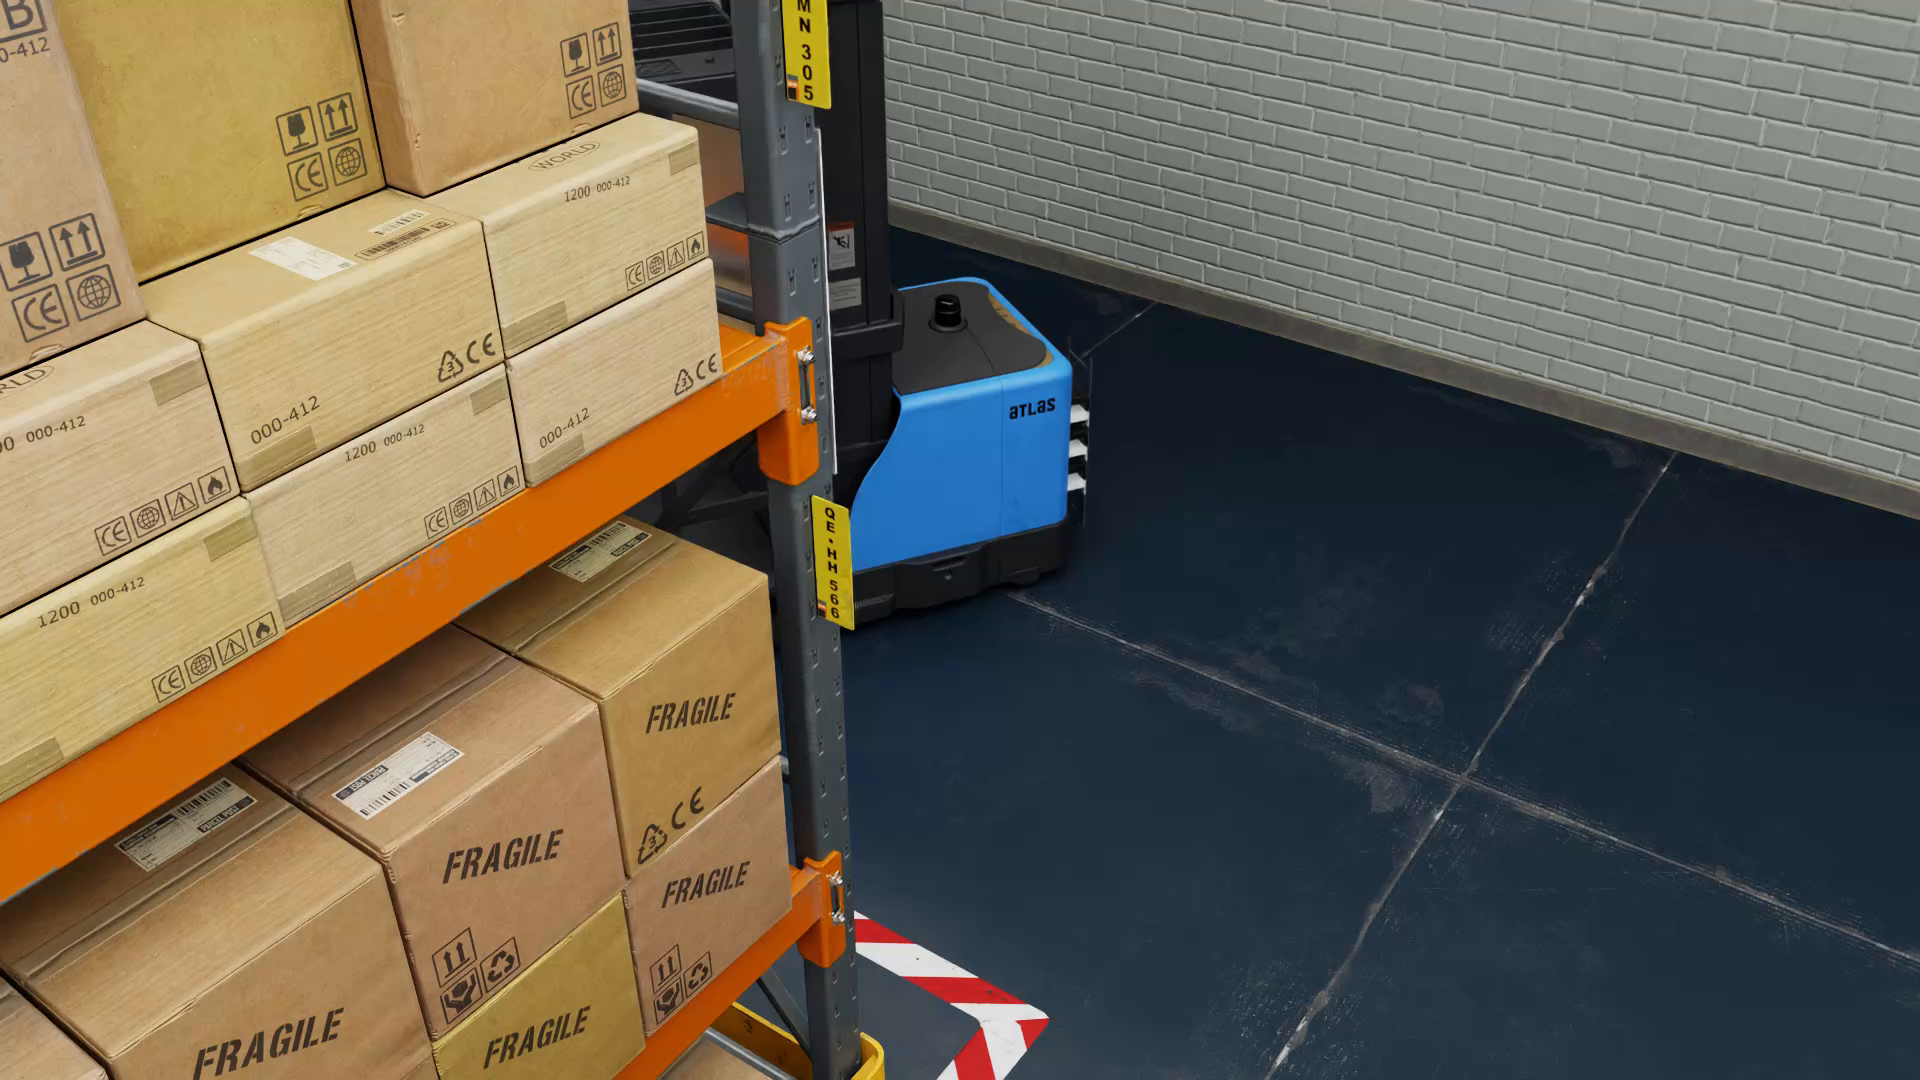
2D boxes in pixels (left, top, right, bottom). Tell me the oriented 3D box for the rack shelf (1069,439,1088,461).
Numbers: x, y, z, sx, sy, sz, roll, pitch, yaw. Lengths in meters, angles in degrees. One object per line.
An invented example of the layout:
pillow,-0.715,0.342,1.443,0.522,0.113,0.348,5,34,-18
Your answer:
rack shelf,0.441,-0.435,7.649,0.200,0.077,0.258,-13,36,-19

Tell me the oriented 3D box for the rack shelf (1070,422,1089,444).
rack shelf,0.441,-0.509,7.598,0.200,0.077,0.258,-13,36,-19

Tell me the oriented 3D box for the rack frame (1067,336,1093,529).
rack frame,0.534,-0.484,7.663,0.006,0.900,0.240,-13,36,-19

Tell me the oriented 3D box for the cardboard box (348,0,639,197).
cardboard box,-1.004,-0.979,2.861,0.700,0.500,0.500,21,39,28

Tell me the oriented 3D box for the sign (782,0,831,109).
sign,-0.280,-0.946,3.002,0.100,0.325,0.005,21,39,28

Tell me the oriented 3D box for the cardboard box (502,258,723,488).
cardboard box,-0.801,-0.382,3.094,0.500,0.250,0.500,21,39,28

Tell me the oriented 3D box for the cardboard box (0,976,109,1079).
cardboard box,-1.624,1.024,2.577,0.500,0.500,0.500,23,40,30

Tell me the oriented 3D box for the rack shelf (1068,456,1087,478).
rack shelf,0.441,-0.360,7.699,0.200,0.077,0.258,-13,36,-19

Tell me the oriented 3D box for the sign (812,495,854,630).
sign,-0.280,0.053,3.678,0.100,0.325,0.005,21,39,28

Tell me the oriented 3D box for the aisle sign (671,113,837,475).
aisle sign,-0.434,-0.533,3.540,0.394,0.787,0.004,21,39,28

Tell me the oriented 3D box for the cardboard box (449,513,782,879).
cardboard box,-0.752,0.314,3.626,0.500,0.500,0.500,21,39,28

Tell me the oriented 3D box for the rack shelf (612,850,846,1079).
rack shelf,-1.865,1.696,3.207,1.077,0.370,4.000,21,39,28

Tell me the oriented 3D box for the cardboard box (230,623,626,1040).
cardboard box,-1.040,0.547,3.281,0.500,0.500,0.500,22,40,29

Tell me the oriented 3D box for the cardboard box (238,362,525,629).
cardboard box,-1.095,-0.156,2.759,0.500,0.250,0.500,21,39,28

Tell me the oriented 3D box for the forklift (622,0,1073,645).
forklift,-1.080,-0.983,6.587,3.031,2.935,1.130,-13,36,-19

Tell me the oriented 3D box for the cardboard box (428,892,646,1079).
cardboard box,-1.049,0.969,3.550,0.500,0.500,0.500,22,40,29

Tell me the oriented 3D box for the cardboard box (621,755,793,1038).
cardboard box,-0.756,0.729,3.905,0.500,0.500,0.500,23,40,30

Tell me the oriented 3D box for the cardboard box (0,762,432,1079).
cardboard box,-1.332,0.787,2.926,0.500,0.500,0.500,22,40,29

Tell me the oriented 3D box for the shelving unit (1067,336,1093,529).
shelving unit,0.441,-0.462,7.630,0.210,0.900,0.258,-13,36,-19

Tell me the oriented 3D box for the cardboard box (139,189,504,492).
cardboard box,-1.093,-0.362,2.618,0.500,0.250,0.500,21,39,28

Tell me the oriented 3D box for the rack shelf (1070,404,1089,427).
rack shelf,0.441,-0.584,7.548,0.200,0.077,0.258,-13,36,-19

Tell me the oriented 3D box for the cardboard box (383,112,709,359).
cardboard box,-0.808,-0.592,2.958,0.500,0.250,0.500,21,39,28

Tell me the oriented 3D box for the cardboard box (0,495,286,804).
cardboard box,-1.369,0.078,2.413,0.500,0.250,0.500,21,39,28

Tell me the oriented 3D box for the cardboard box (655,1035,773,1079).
cardboard box,-0.832,1.659,4.457,0.500,0.500,0.500,21,39,28

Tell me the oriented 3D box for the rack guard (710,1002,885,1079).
rack guard,-0.768,1.548,5.015,1.175,0.500,0.348,21,39,28

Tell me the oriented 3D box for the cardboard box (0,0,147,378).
cardboard box,-1.556,-0.512,2.170,0.700,0.500,0.500,21,39,28

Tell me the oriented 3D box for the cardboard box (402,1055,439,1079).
cardboard box,-1.338,1.197,3.214,0.500,0.500,0.500,22,40,29

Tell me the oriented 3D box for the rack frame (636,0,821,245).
rack frame,-0.725,-2.008,2.686,1.000,3.000,0.127,21,39,28

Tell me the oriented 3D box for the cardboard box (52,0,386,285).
cardboard box,-1.359,-0.776,2.561,0.700,0.500,0.500,21,39,28

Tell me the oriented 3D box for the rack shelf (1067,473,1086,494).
rack shelf,0.441,-0.285,7.750,0.200,0.077,0.258,-13,36,-19

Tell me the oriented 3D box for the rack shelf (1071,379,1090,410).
rack shelf,0.441,-0.658,7.497,0.200,0.077,0.258,-13,36,-19

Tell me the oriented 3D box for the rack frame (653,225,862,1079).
rack frame,-0.725,0.477,4.367,1.000,3.000,0.127,21,39,28

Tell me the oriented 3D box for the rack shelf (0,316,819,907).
rack shelf,-1.865,0.453,2.367,1.077,0.370,4.000,21,39,28

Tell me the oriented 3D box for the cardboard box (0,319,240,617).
cardboard box,-1.381,-0.133,2.279,0.500,0.250,0.500,21,39,28
